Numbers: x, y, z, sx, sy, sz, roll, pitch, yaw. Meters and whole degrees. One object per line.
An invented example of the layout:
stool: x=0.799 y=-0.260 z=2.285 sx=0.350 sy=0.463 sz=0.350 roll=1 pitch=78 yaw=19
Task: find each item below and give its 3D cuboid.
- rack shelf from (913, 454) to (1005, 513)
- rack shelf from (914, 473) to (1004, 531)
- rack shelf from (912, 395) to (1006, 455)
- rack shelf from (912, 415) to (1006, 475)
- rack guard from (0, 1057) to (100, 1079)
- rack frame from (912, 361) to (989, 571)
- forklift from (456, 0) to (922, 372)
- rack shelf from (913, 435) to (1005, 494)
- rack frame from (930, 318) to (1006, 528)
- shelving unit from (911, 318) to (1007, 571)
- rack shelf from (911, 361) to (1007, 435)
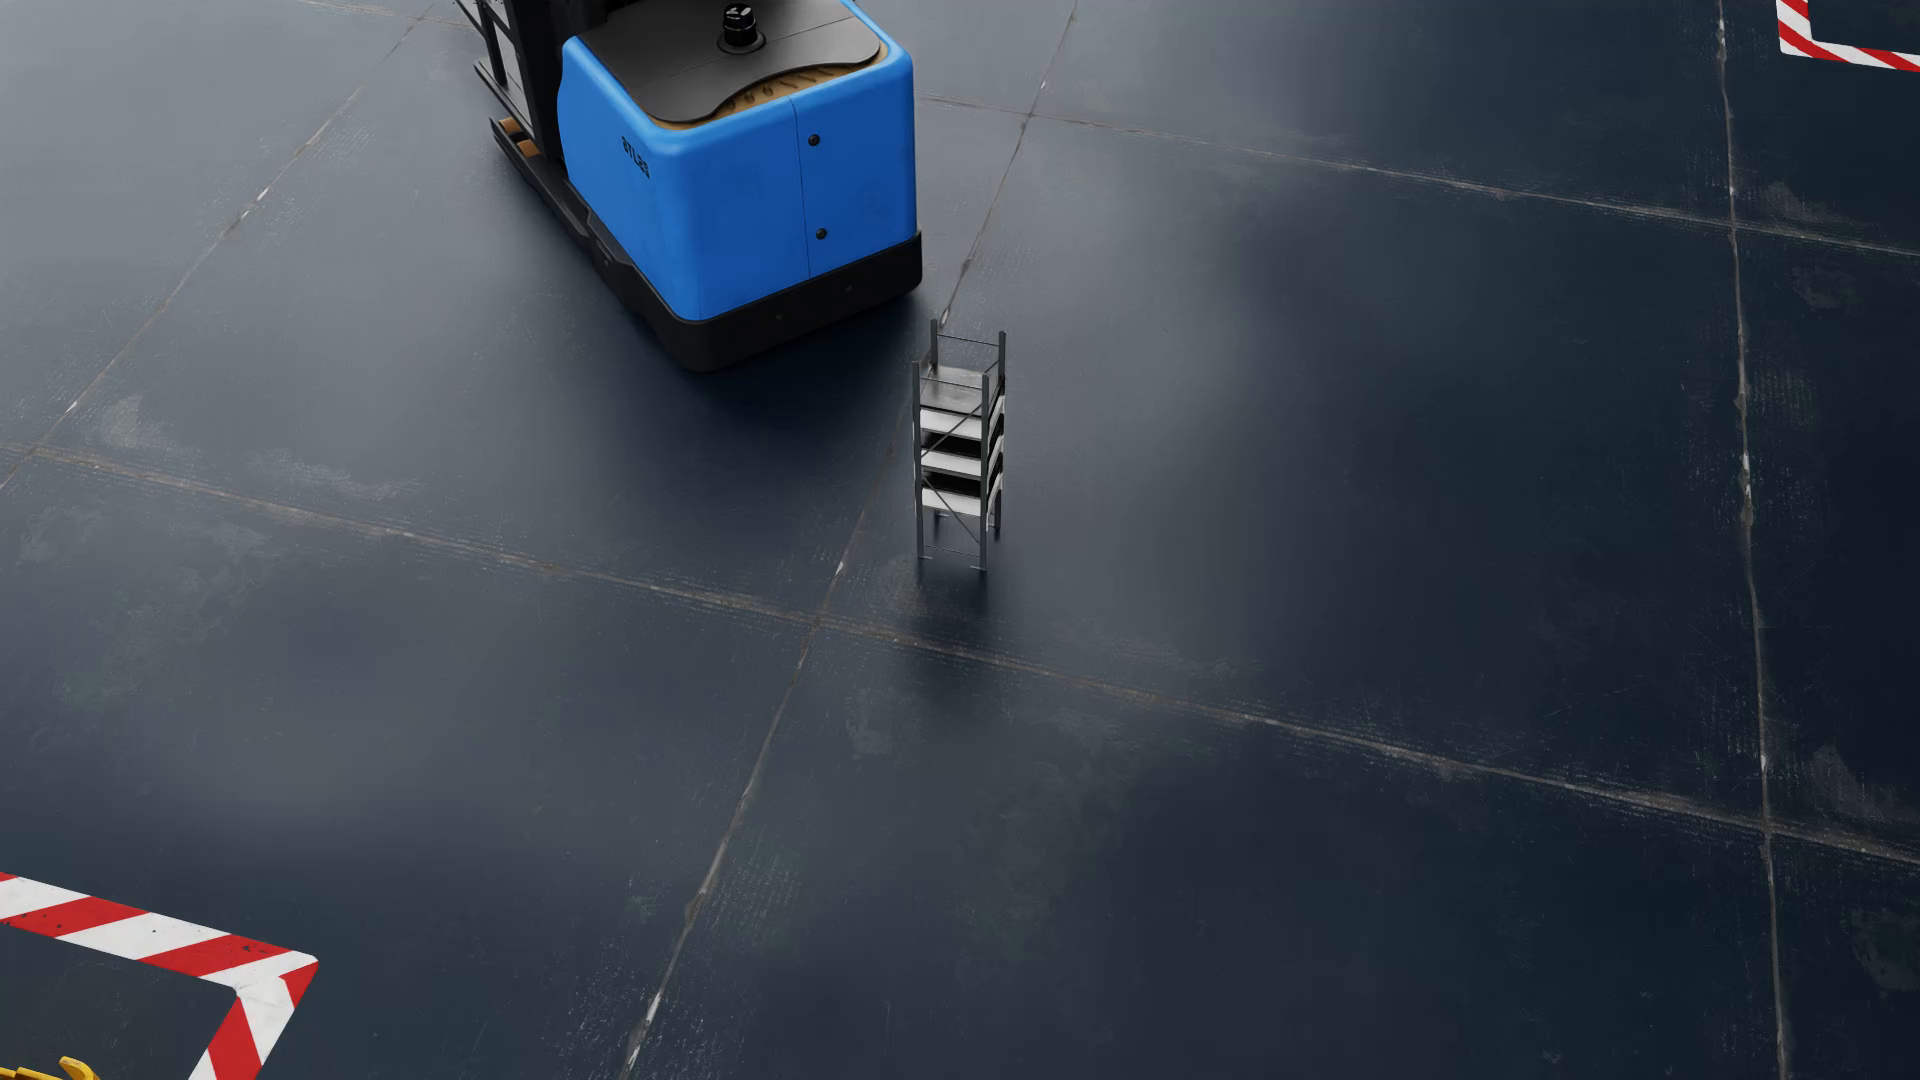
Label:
rack shelf: x=-0.002 y=-0.210 z=5.500 sx=0.258 sy=0.077 sz=0.200 roll=12 pitch=50 yaw=10
rack shelf: x=-0.002 y=-0.151 z=5.567 sx=0.258 sy=0.077 sz=0.200 roll=12 pitch=50 yaw=10
rack shelf: x=-0.002 y=-0.389 z=5.297 sx=0.258 sy=0.077 sz=0.200 roll=12 pitch=50 yaw=10
rack shelf: x=-0.002 y=-0.329 z=5.365 sx=0.258 sy=0.077 sz=0.200 roll=12 pitch=50 yaw=10
rack guard: x=-2.651 y=1.437 z=4.149 sx=1.175 sy=0.500 sz=0.348 roll=12 pitch=50 yaw=10
rack frame: x=-0.029 y=-0.218 z=5.343 sx=0.240 sy=0.900 sz=0.006 roll=12 pitch=50 yaw=10
forklift: x=-1.362 y=-2.686 z=6.166 sx=1.130 sy=2.935 sz=3.031 roll=-25 pitch=53 yaw=-21
rack shelf: x=-0.002 y=-0.270 z=5.432 sx=0.258 sy=0.077 sz=0.200 roll=12 pitch=50 yaw=10
rack frame: x=0.025 y=-0.365 z=5.472 sx=0.240 sy=0.900 sz=0.006 roll=12 pitch=50 yaw=10
shelving unit: x=-0.002 y=-0.292 z=5.407 sx=0.258 sy=0.900 sz=0.210 roll=12 pitch=50 yaw=10
rack shelf: x=-0.002 y=-0.449 z=5.230 sx=0.258 sy=0.077 sz=0.200 roll=12 pitch=50 yaw=10
